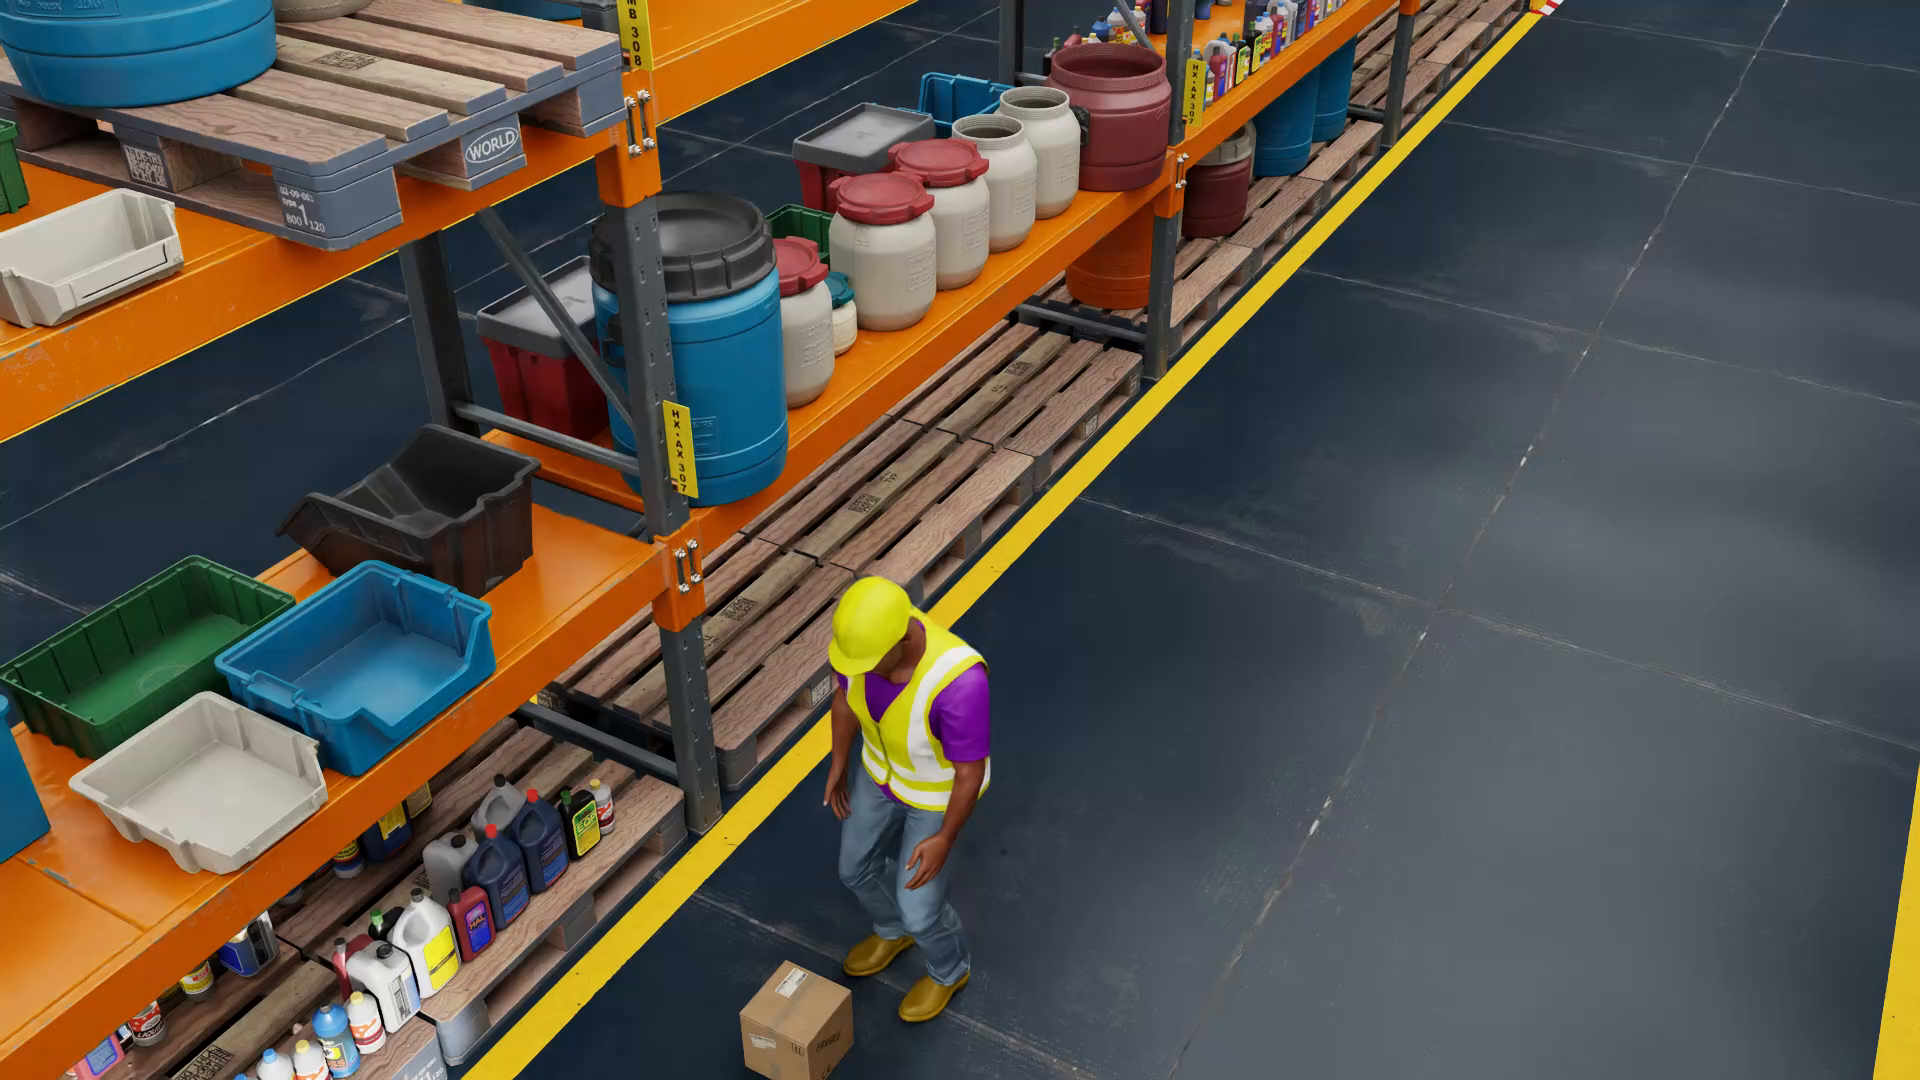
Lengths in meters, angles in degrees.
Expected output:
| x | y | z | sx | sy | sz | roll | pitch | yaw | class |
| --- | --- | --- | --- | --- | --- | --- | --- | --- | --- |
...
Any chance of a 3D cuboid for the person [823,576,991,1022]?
| x | y | z | sx | sy | sz | roll | pitch | yaw | class |
| --- | --- | --- | --- | --- | --- | --- | --- | --- | --- |
| -0.159 | 0.768 | 5.057 | 0.511 | 1.682 | 0.602 | -28 | 43 | -35 | person |
